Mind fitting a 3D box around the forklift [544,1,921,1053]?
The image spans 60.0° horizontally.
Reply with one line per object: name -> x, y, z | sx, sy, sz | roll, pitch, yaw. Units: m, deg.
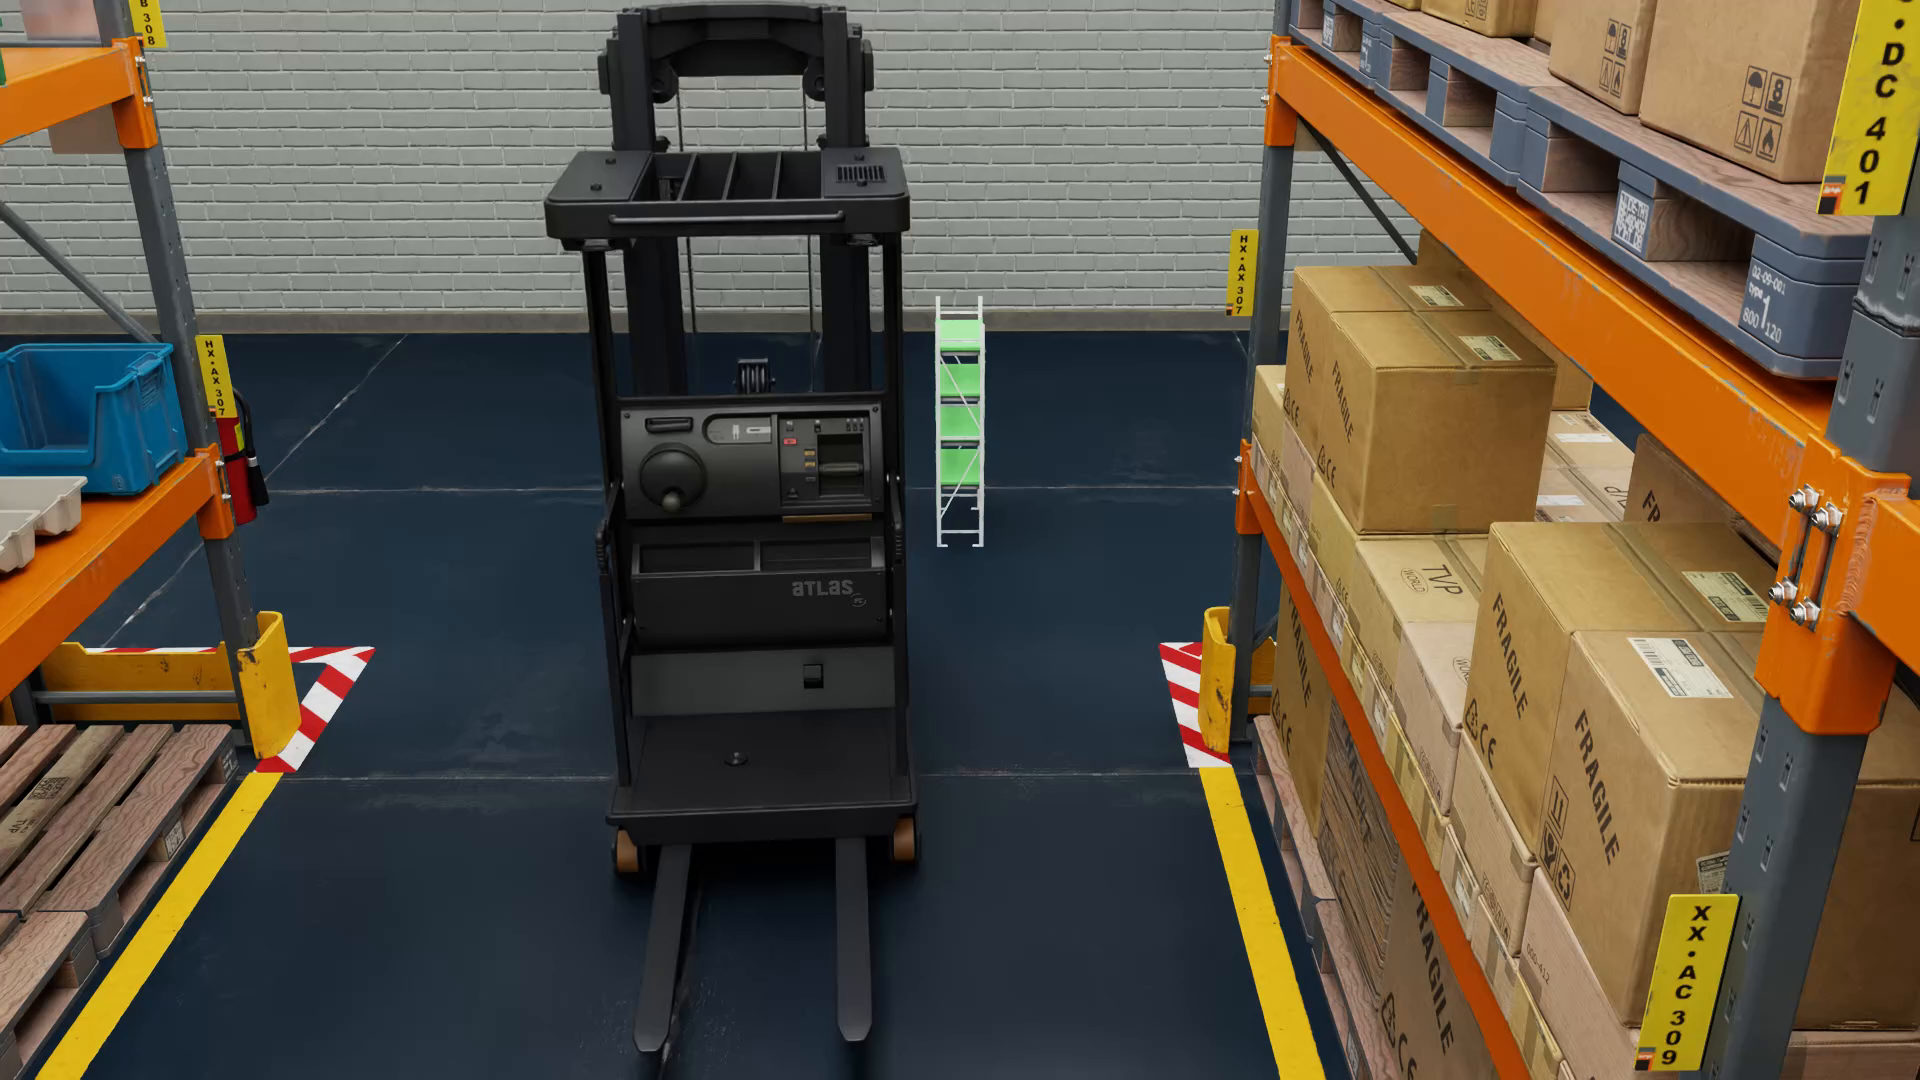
forklift -> -0.725, -0.261, 5.771 | 1.130, 2.935, 3.031 | -2, 24, -4

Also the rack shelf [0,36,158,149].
rack shelf -> -3.334, -0.747, 3.995 | 1.077, 0.370, 4.000 | 0, 24, -1

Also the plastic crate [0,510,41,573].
plastic crate -> -3.177, 0.015, 5.324 | 0.396, 0.136, 0.243 | 0, 24, -1

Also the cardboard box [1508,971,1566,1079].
cardboard box -> 1.306, 0.978, 3.253 | 0.380, 0.149, 0.250 | 0, 24, 0

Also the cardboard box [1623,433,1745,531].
cardboard box -> 1.883, 0.069, 3.869 | 0.500, 0.500, 0.500 | -1, 24, -2

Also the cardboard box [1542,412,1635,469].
cardboard box -> 1.872, -0.214, 5.405 | 0.500, 0.250, 0.500 | -1, 24, -1

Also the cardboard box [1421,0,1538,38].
cardboard box -> 1.596, -1.545, 4.133 | 0.700, 0.500, 0.500 | -2, 24, -4

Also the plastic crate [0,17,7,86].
plastic crate -> -3.060, -1.397, 4.817 | 0.450, 0.188, 0.336 | 0, 24, -1

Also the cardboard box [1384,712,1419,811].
cardboard box -> 1.295, 0.554, 4.189 | 0.380, 0.149, 0.250 | -1, 24, -1

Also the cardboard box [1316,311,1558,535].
cardboard box -> 1.349, -0.345, 4.784 | 0.500, 0.500, 0.500 | -1, 24, -2

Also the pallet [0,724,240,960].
pallet -> -3.386, 1.078, 6.110 | 1.003, 0.211, 1.213 | 0, 24, -1

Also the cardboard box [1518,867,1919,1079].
cardboard box -> 1.373, 0.846, 3.061 | 0.500, 0.250, 0.500 | -1, 24, -2

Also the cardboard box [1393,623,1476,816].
cardboard box -> 1.359, 0.422, 3.998 | 0.500, 0.250, 0.500 | 0, 24, 1

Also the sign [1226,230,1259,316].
sign -> 1.042, -0.985, 6.142 | 0.100, 0.325, 0.005 | 0, 24, -1

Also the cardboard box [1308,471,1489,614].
cardboard box -> 1.346, -0.002, 4.935 | 0.500, 0.250, 0.500 | -1, 24, -2

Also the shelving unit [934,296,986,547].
shelving unit -> -0.002, -0.615, 8.654 | 0.258, 1.200, 0.503 | 0, 24, -1

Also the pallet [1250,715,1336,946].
pallet -> 1.684, 1.045, 6.183 | 1.003, 0.211, 1.213 | 0, 24, -1

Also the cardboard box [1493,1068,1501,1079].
cardboard box -> 1.713, 1.598, 3.646 | 0.875, 0.875, 0.875 | 0, 24, -1

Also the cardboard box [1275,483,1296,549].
cardboard box -> 1.278, -0.081, 5.595 | 0.380, 0.149, 0.250 | -1, 24, -2

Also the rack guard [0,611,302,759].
rack guard -> -3.369, 0.597, 6.824 | 1.175, 0.500, 0.348 | 0, 24, -1

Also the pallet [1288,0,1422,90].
pallet -> 1.615, -1.575, 5.061 | 1.003, 0.211, 1.213 | 0, 24, -1

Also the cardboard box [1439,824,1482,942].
cardboard box -> 1.301, 0.766, 3.721 | 0.380, 0.149, 0.250 | 0, 24, 0

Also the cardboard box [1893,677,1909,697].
cardboard box -> 1.891, 0.486, 2.946 | 0.500, 0.500, 0.500 | 0, 24, -1

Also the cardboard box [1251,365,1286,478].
cardboard box -> 1.332, -0.423, 5.866 | 0.500, 0.250, 0.500 | -1, 24, -2

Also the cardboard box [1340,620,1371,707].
cardboard box -> 1.289, 0.341, 4.660 | 0.380, 0.149, 0.250 | -1, 24, -2

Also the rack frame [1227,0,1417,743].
rack frame -> 1.597, -0.555, 6.336 | 1.000, 3.000, 0.127 | 0, 24, -1

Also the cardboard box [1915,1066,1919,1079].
cardboard box -> 1.897, 0.832, 3.092 | 0.500, 0.250, 0.500 | -1, 24, -2

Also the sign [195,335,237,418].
sign -> -2.806, -0.616, 6.274 | 0.100, 0.325, 0.005 | 0, 24, -1

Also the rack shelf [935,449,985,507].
rack shelf -> -0.002, -0.338, 8.779 | 0.258, 0.148, 0.480 | 0, 24, -1

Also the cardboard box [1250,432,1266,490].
cardboard box -> 1.271, -0.292, 6.062 | 0.380, 0.149, 0.250 | 0, 24, 0

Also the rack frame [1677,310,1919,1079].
rack frame -> 1.640, 1.094, 2.692 | 1.000, 3.000, 0.127 | 0, 24, -1

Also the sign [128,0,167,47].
sign -> -2.806, -1.861, 5.711 | 0.100, 0.325, 0.005 | 0, 24, -1

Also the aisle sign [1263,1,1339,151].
aisle sign -> 1.296, -1.768, 5.863 | 0.394, 0.787, 0.004 | 0, 24, -1

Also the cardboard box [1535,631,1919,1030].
cardboard box -> 1.368, 0.496, 2.923 | 0.500, 0.500, 0.500 | 0, 24, 1

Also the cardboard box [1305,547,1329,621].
cardboard box -> 1.284, 0.131, 5.125 | 0.380, 0.149, 0.250 | -1, 24, -2

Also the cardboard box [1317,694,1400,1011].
cardboard box -> 1.694, 0.860, 5.276 | 0.875, 0.875, 0.875 | 0, 24, -1

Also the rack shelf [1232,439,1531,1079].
rack shelf -> 1.618, 0.597, 4.663 | 1.077, 0.370, 4.000 | 0, 24, -1

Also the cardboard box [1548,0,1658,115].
cardboard box -> 1.570, -1.099, 3.149 | 0.700, 0.500, 0.500 | 1, 24, 2

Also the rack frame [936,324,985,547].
rack frame -> 0.001, -0.514, 8.431 | 0.240, 1.200, 0.015 | 0, 24, -1

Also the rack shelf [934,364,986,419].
rack shelf -> -0.002, -0.775, 8.581 | 0.258, 0.148, 0.480 | 0, 24, -1

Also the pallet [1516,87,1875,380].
pallet -> 1.642, -0.570, 2.838 | 1.003, 0.211, 1.213 | 0, 24, -1
